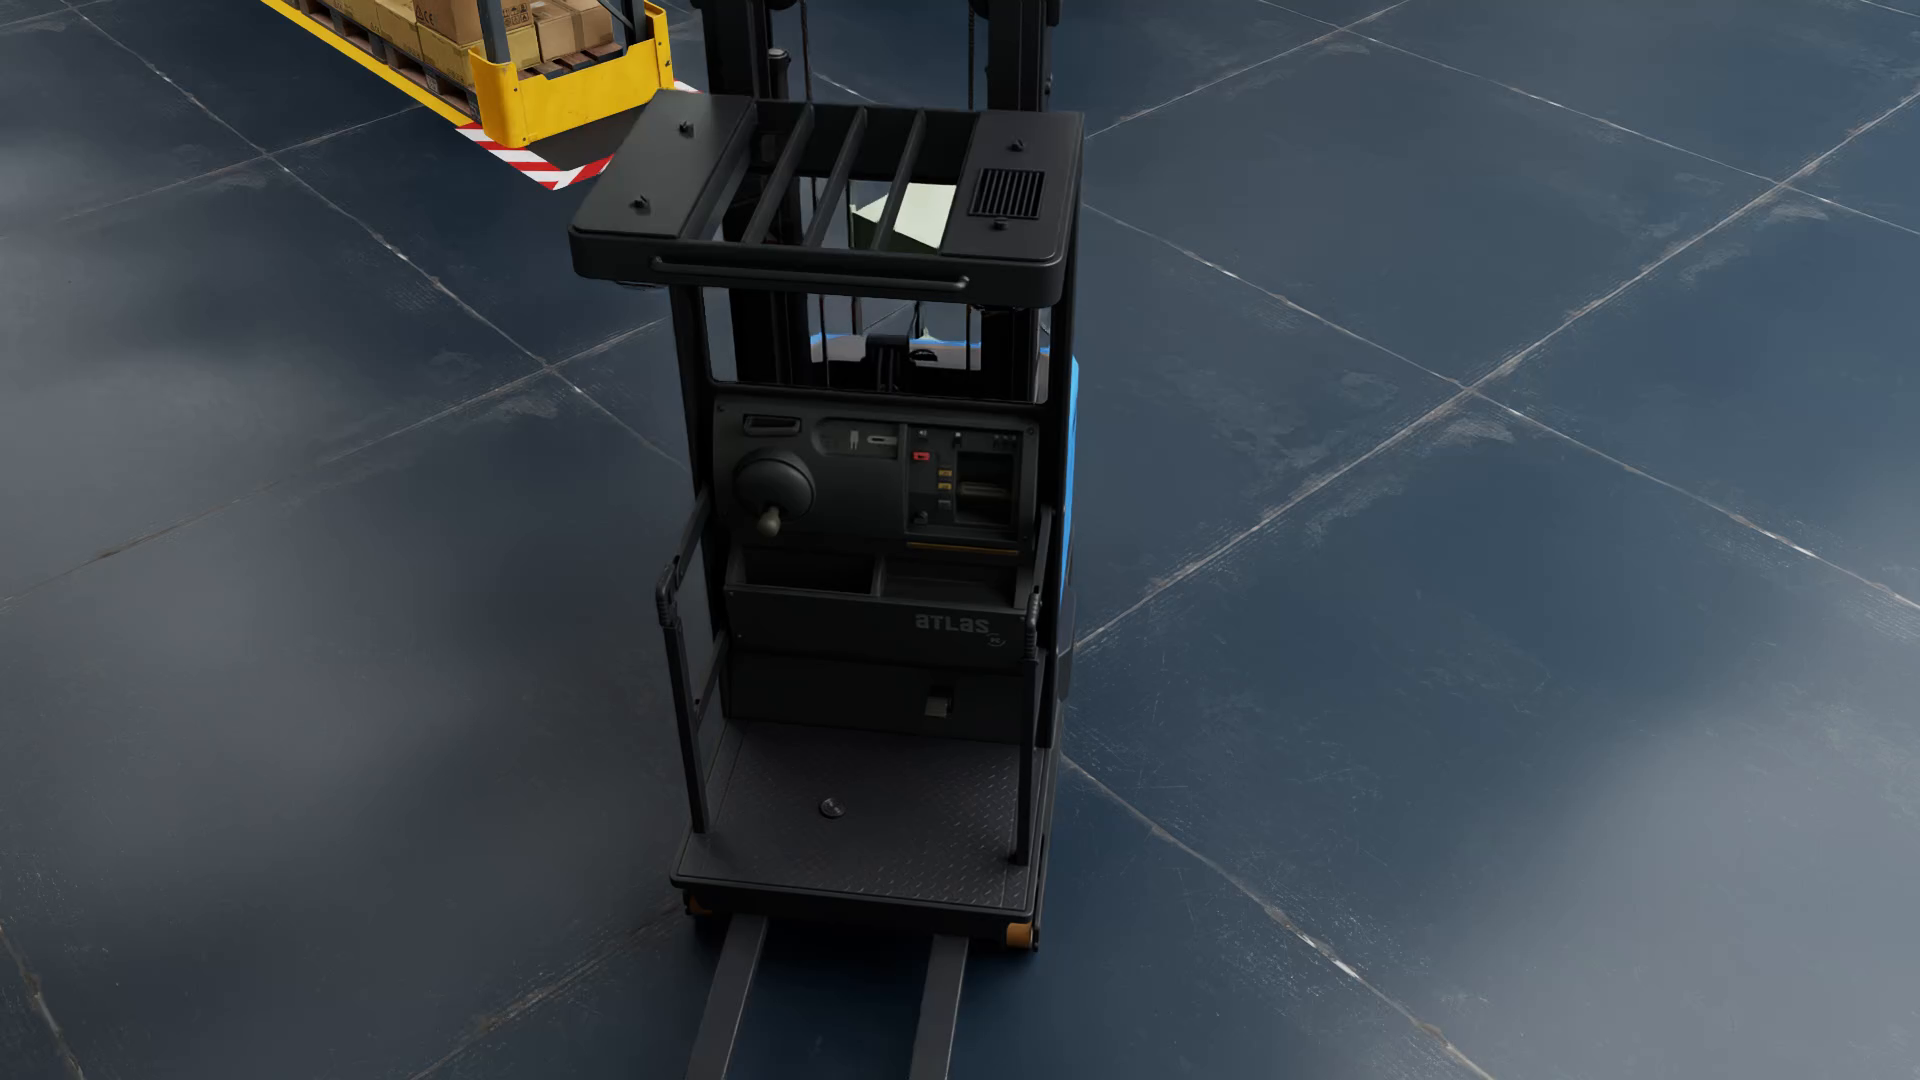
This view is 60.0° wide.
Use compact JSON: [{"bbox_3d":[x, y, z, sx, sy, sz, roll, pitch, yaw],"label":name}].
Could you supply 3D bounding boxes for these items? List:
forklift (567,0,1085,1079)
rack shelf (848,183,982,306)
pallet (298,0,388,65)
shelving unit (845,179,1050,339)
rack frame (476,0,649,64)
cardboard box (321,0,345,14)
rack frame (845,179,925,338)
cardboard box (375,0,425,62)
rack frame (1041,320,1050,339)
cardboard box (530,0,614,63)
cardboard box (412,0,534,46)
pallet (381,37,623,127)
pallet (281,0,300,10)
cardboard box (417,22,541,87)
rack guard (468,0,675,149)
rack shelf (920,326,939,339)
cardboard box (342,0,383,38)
[{"bbox_3d":[-0.268,-0.108,4.551,1.130,2.935,3.031,5,39,6],"label":"forklift"},{"bbox_3d":[-0.008,-1.054,6.240,0.720,0.370,0.431,28,47,31],"label":"rack shelf"},{"bbox_3d":[-3.641,-3.546,10.973,1.003,0.211,1.213,-30,48,-32],"label":"pallet"},{"bbox_3d":[-0.008,-0.750,6.485,0.755,1.500,0.431,28,47,31],"label":"shelving unit"},{"bbox_3d":[-2.272,-3.731,8.982,1.000,3.000,0.127,-30,48,-32],"label":"rack frame"},{"bbox_3d":[-3.875,-3.636,10.719,0.500,0.250,0.500,-30,48,-32],"label":"cardboard box"},{"bbox_3d":[-0.285,-0.900,6.671,0.023,1.500,0.400,28,47,31],"label":"rack frame"},{"bbox_3d":[-3.199,-3.173,10.146,0.500,0.250,0.500,-30,48,-32],"label":"cardboard box"},{"bbox_3d":[0.269,-0.600,6.299,0.023,1.500,0.400,28,47,31],"label":"rack frame"},{"bbox_3d":[-2.470,-3.167,10.138,0.500,0.250,0.500,-30,48,-32],"label":"cardboard box"},{"bbox_3d":[-2.854,-3.238,9.629,0.500,0.500,0.500,-30,48,-32],"label":"cardboard box"},{"bbox_3d":[-2.820,-2.982,10.274,1.003,0.211,1.213,-30,48,-32],"label":"pallet"},{"bbox_3d":[-4.470,-4.111,11.672,1.003,0.211,1.213,-30,48,-32],"label":"pallet"},{"bbox_3d":[-2.852,-2.947,9.866,0.500,0.250,0.500,-30,48,-32],"label":"cardboard box"},{"bbox_3d":[-2.255,-2.747,9.754,1.175,0.500,0.348,-30,48,-32],"label":"rack guard"},{"bbox_3d":[-0.008,-0.496,6.690,0.720,0.370,0.431,28,47,31],"label":"rack shelf"},{"bbox_3d":[-3.538,-3.404,10.432,0.500,0.250,0.500,-30,48,-32],"label":"cardboard box"}]
